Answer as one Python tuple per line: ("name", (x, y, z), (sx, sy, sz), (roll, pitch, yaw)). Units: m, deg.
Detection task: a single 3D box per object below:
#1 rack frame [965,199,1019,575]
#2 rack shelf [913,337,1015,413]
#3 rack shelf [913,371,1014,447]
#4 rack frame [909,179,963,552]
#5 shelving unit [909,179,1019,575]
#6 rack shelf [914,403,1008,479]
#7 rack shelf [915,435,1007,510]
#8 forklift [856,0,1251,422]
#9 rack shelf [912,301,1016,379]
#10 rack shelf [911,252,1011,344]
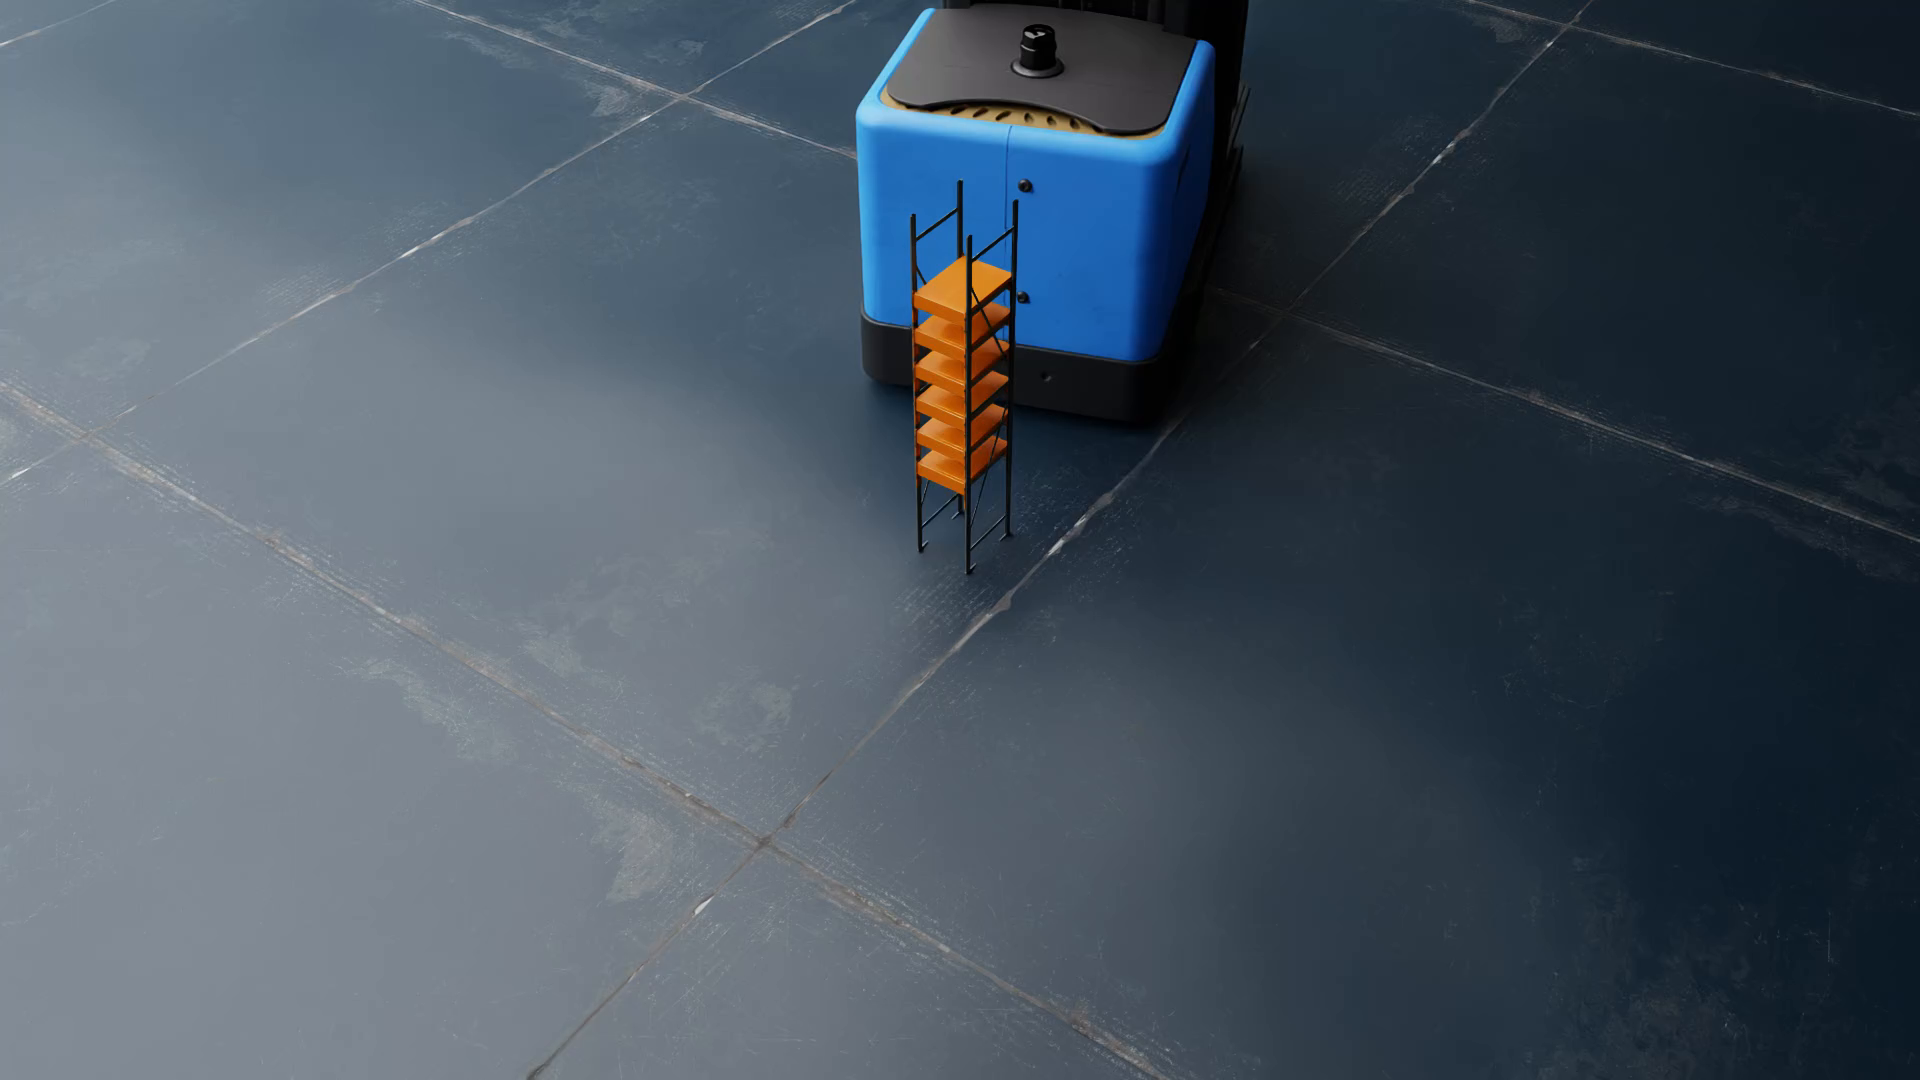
("rack frame", (0.087, -0.407, 4.805), (0.006, 1.200, 0.240), (25, 48, 25))
("rack shelf", (0.012, -0.498, 4.793), (0.180, 0.103, 0.258), (25, 48, 25))
("rack shelf", (0.012, -0.408, 4.873), (0.180, 0.103, 0.258), (25, 48, 25))
("rack frame", (-0.063, -0.477, 4.883), (0.006, 1.200, 0.240), (25, 48, 25))
("shelving unit", (0.012, -0.442, 4.844), (0.189, 1.200, 0.258), (25, 48, 25))
("rack shelf", (0.012, -0.319, 4.953), (0.180, 0.103, 0.258), (25, 48, 25))
("rack shelf", (0.012, -0.230, 5.033), (0.180, 0.103, 0.258), (25, 48, 25))
("forklift", (0.541, -2.484, 5.828), (1.130, 2.935, 3.031), (10, 43, 11))
("rack shelf", (0.012, -0.587, 4.713), (0.180, 0.103, 0.258), (25, 48, 25))
("rack shelf", (0.012, -0.677, 4.633), (0.180, 0.103, 0.258), (25, 48, 25))
